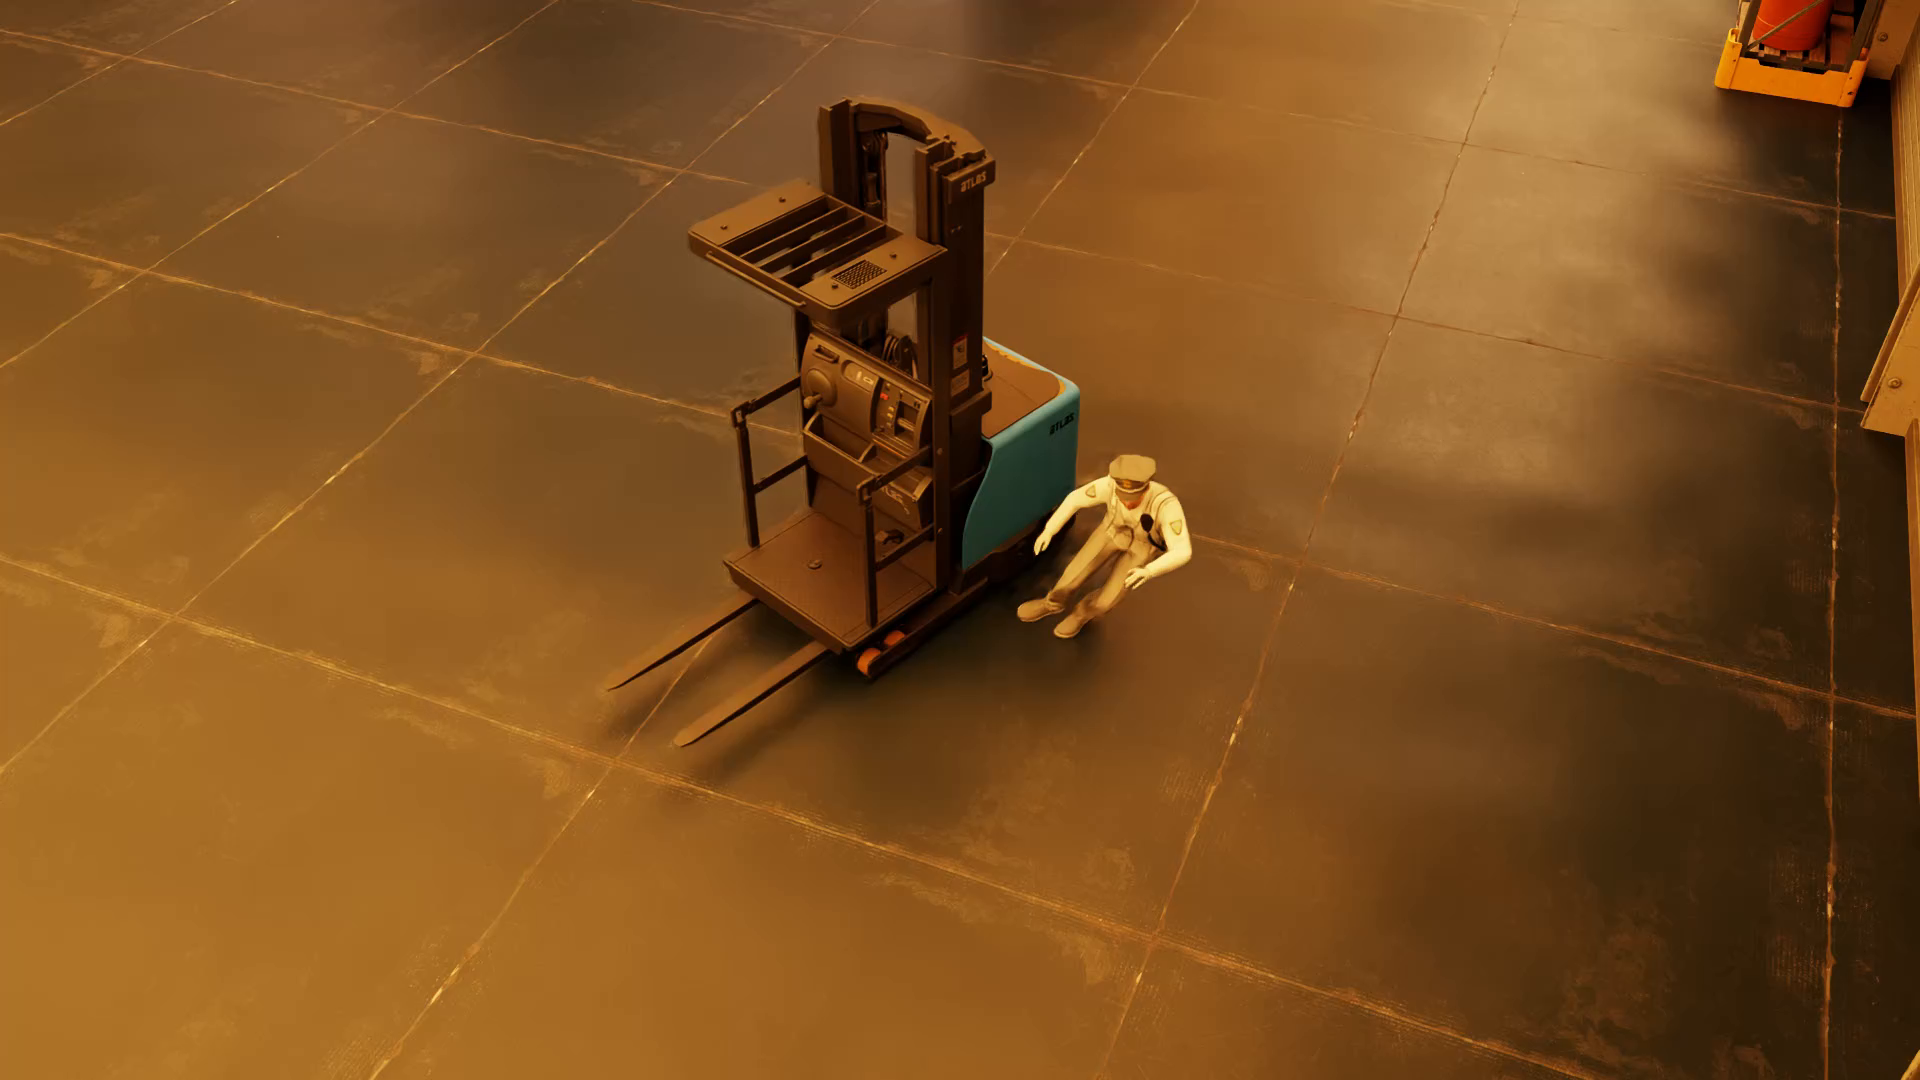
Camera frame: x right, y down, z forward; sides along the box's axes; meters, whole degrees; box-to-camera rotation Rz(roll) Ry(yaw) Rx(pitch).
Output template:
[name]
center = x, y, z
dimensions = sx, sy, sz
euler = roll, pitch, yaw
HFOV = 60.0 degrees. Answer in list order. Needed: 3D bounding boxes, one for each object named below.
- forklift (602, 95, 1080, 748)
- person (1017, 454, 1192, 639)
[forklift]
center = -0.661, -0.726, 8.873
dimensions = 1.130, 2.935, 3.031
euler = 31, 49, 32
[person]
center = 0.773, 0.119, 9.040
dimensions = 0.991, 1.428, 0.858
euler = 12, 41, 14
